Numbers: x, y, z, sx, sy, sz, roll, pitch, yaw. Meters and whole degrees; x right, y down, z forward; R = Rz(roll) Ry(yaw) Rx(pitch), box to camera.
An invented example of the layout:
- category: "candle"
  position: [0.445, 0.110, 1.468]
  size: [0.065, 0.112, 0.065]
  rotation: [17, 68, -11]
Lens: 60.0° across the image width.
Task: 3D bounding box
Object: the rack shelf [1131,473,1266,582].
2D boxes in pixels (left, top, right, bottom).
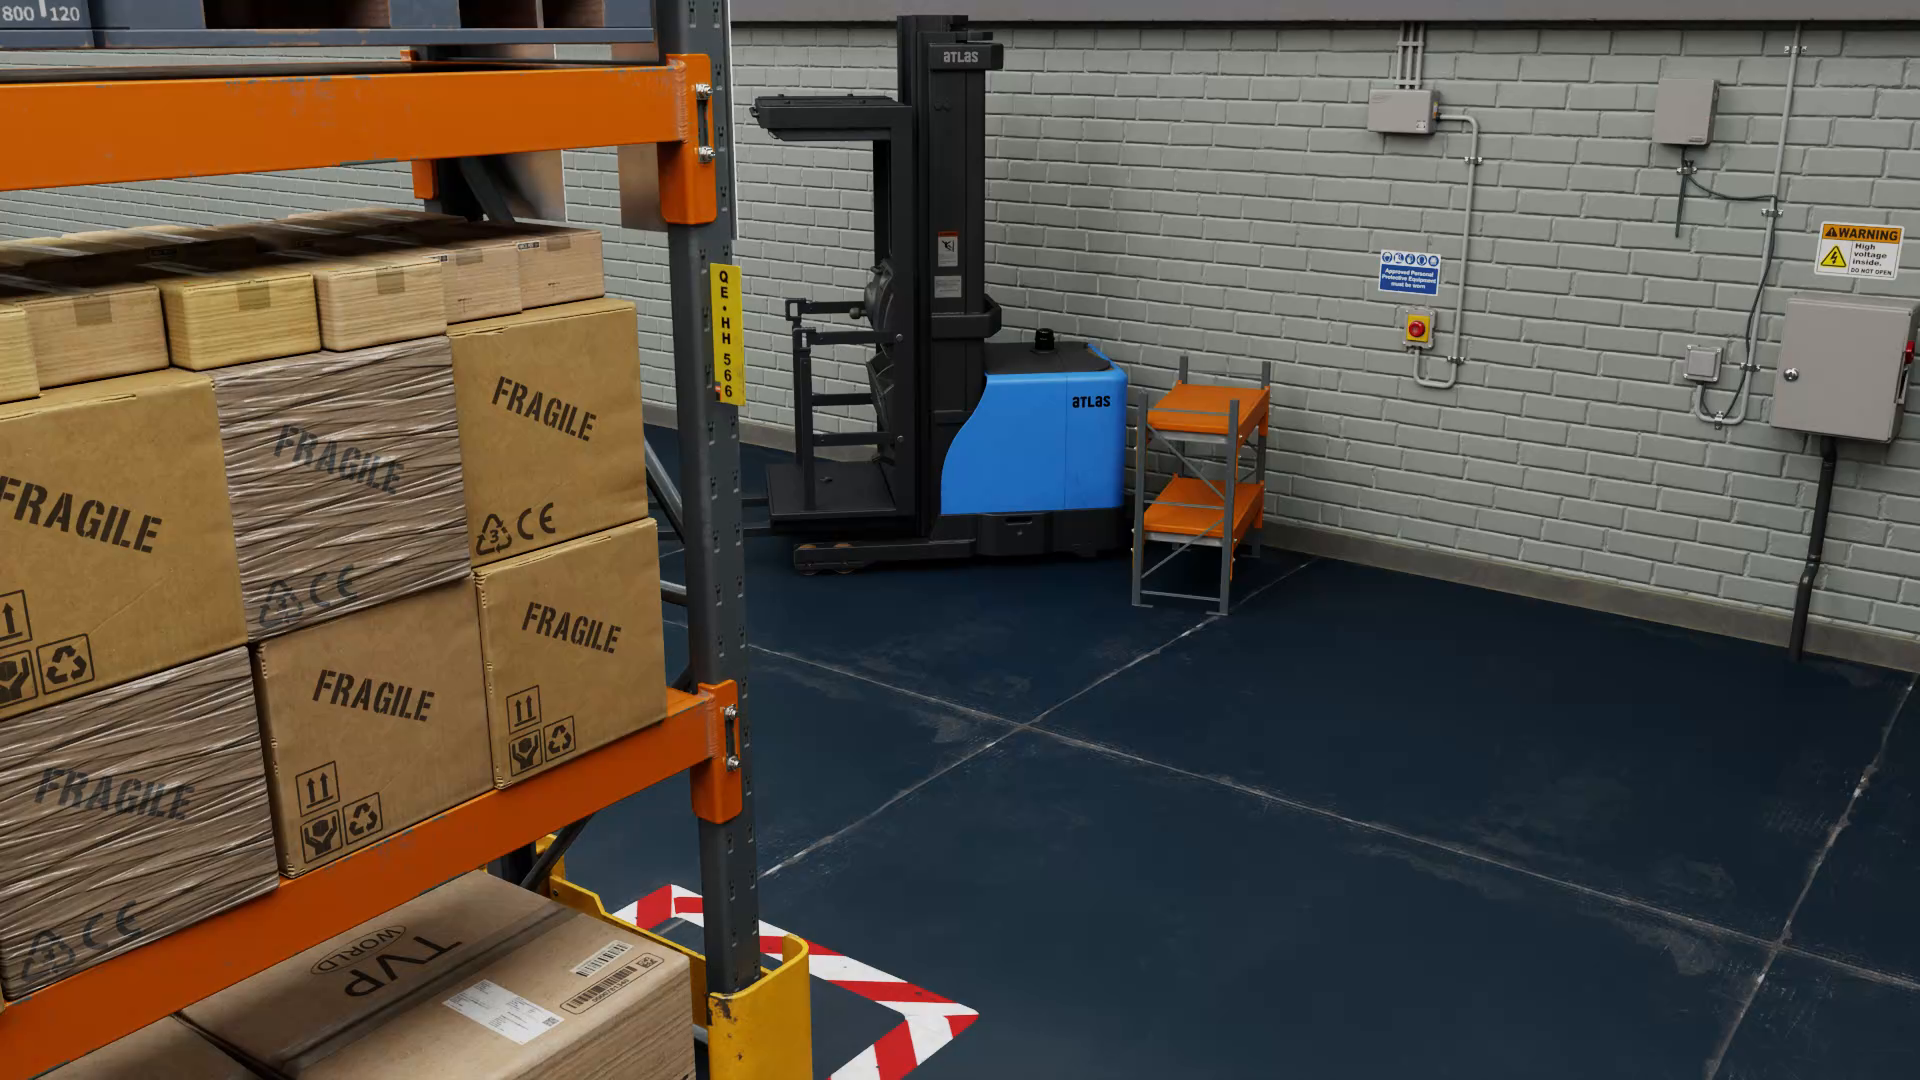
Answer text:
- category: "rack shelf"
  position: [1.297, -0.085, 8.944]
  size: [0.538, 0.278, 1.000]
  rotation: [6, 18, 18]

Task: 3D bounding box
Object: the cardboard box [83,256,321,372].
- category: "cardboard box"
  position: [-1.424, -0.431, 3.125]
  size: [0.380, 0.149, 0.250]
  rotation: [13, 21, 36]

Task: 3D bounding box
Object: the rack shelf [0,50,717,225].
- category: "rack shelf"
  position: [-2.162, -0.523, 2.525]
  size: [1.077, 0.370, 4.000]
  rotation: [12, 21, 35]

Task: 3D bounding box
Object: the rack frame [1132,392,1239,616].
- category: "rack frame"
  position: [1.134, -0.175, 8.412]
  size: [0.500, 1.125, 0.032]
  rotation: [6, 18, 18]

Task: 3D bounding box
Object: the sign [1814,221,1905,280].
- category: "sign"
  position: [4.050, -1.305, 7.496]
  size: [0.339, 0.242, 0.001]
  rotation: [12, 21, 35]

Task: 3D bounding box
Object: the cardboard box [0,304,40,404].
- category: "cardboard box"
  position: [-1.739, -0.311, 2.739]
  size: [0.380, 0.149, 0.250]
  rotation: [13, 22, 36]

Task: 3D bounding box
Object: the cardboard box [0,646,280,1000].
- category: "cardboard box"
  position: [-1.654, 0.445, 3.085]
  size: [0.500, 0.500, 0.500]
  rotation: [13, 22, 36]

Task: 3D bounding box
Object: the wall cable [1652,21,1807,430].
- category: "wall cable"
  position: [3.517, -1.495, 7.786]
  size: [0.588, 1.984, 0.122]
  rotation: [12, 21, 35]

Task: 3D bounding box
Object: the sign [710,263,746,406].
- category: "sign"
  position: [-0.542, -0.477, 3.871]
  size: [0.100, 0.325, 0.005]
  rotation: [12, 21, 35]

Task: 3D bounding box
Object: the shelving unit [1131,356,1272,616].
- category: "shelving unit"
  position: [1.297, -0.318, 8.872]
  size: [0.538, 1.125, 1.048]
  rotation: [6, 18, 18]

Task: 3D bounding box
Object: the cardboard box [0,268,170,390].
- category: "cardboard box"
  position: [-1.637, -0.381, 2.964]
  size: [0.380, 0.149, 0.250]
  rotation: [12, 21, 34]

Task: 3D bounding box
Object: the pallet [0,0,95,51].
- category: "pallet"
  position: [-2.130, -0.830, 2.451]
  size: [1.003, 0.211, 1.213]
  rotation: [12, 21, 35]

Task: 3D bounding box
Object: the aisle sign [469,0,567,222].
- category: "aisle sign"
  position: [-1.160, -1.220, 4.232]
  size: [0.394, 0.787, 0.004]
  rotation: [12, 21, 35]

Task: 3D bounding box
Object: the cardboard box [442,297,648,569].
- category: "cardboard box"
  position: [-1.066, -0.279, 3.729]
  size: [0.500, 0.500, 0.500]
  rotation: [13, 22, 36]

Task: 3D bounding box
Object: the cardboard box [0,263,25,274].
- category: "cardboard box"
  position: [-2.006, -0.455, 3.204]
  size: [0.380, 0.149, 0.250]
  rotation: [13, 21, 35]

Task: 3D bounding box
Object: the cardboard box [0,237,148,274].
- category: "cardboard box"
  position: [-1.892, -0.527, 3.435]
  size: [0.380, 0.149, 0.250]
  rotation: [12, 21, 33]

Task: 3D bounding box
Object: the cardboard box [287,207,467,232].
- category: "cardboard box"
  position: [-1.404, -0.710, 4.023]
  size: [0.380, 0.149, 0.250]
  rotation: [13, 21, 36]

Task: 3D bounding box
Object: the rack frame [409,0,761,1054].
- category: "rack frame"
  position: [-0.970, 0.090, 4.397]
  size: [1.000, 3.000, 0.127]
  rotation: [12, 21, 35]

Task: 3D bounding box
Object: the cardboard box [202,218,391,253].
- category: "cardboard box"
  position: [-1.503, -0.635, 3.782]
  size: [0.380, 0.149, 0.250]
  rotation: [13, 22, 36]

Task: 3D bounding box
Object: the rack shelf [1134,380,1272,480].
- category: "rack shelf"
  position: [1.297, -0.598, 8.785]
  size: [0.538, 0.278, 1.000]
  rotation: [6, 18, 18]

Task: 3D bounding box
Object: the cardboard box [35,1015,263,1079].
- category: "cardboard box"
  position: [-1.821, 1.507, 3.445]
  size: [0.875, 0.438, 0.875]
  rotation: [13, 22, 36]

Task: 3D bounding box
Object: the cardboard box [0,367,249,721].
- category: "cardboard box"
  position: [-1.651, -0.032, 2.934]
  size: [0.500, 0.500, 0.500]
  rotation: [12, 21, 34]

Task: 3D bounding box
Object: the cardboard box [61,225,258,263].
- category: "cardboard box"
  position: [-1.750, -0.593, 3.647]
  size: [0.380, 0.149, 0.250]
  rotation: [13, 22, 36]

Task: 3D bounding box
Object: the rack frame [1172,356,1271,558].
- category: "rack frame"
  position: [1.461, -0.461, 9.332]
  size: [0.500, 1.125, 0.032]
  rotation: [6, 18, 18]

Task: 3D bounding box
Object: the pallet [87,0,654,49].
- category: "pallet"
  position: [-1.404, -1.122, 3.390]
  size: [1.003, 0.211, 1.213]
  rotation: [12, 21, 35]

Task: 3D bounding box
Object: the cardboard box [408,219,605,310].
- category: "cardboard box"
  position: [-1.023, -0.624, 3.749]
  size: [0.380, 0.149, 0.250]
  rotation: [13, 21, 35]

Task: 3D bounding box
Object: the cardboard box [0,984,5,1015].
- category: "cardboard box"
  position: [-1.952, 0.570, 2.682]
  size: [0.500, 0.500, 0.500]
  rotation: [13, 22, 36]

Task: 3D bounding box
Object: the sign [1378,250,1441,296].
- category: "sign"
  position: [2.369, -1.410, 8.770]
  size: [0.327, 0.218, 0.001]
  rotation: [12, 21, 35]

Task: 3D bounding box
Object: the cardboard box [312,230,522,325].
- category: "cardboard box"
  position: [-1.155, -0.560, 3.540]
  size: [0.380, 0.149, 0.250]
  rotation: [13, 21, 36]

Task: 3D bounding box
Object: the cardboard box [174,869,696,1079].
- category: "cardboard box"
  position: [-1.283, 1.288, 4.152]
  size: [0.875, 0.438, 0.875]
  rotation: [12, 21, 33]

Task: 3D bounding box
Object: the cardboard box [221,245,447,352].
- category: "cardboard box"
  position: [-1.241, -0.483, 3.294]
  size: [0.380, 0.149, 0.250]
  rotation: [12, 21, 34]

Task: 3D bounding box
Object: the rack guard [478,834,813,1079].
- category: "rack guard"
  position: [-0.956, 1.278, 4.786]
  size: [1.175, 0.500, 0.348]
  rotation: [12, 21, 35]

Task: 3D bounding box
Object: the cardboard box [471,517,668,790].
- category: "cardboard box"
  position: [-1.045, 0.204, 3.862]
  size: [0.500, 0.500, 0.500]
  rotation: [13, 21, 35]

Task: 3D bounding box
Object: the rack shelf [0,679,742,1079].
- category: "rack shelf"
  position: [-2.162, 0.910, 2.970]
  size: [1.077, 0.370, 4.000]
  rotation: [12, 21, 35]

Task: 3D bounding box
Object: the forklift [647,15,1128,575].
- category: "forklift"
  position: [-0.624, -1.374, 9.225]
  size: [3.031, 2.935, 1.130]
  rotation: [-2, 17, -8]

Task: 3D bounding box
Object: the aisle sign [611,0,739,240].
- category: "aisle sign"
  position: [-0.678, -1.114, 3.890]
  size: [0.394, 0.787, 0.004]
  rotation: [12, 21, 35]

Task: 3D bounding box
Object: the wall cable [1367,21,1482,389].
- category: "wall cable"
  position: [2.371, -1.758, 8.580]
  size: [0.585, 1.953, 0.123]
  rotation: [12, 21, 35]

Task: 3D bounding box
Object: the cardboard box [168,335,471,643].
- category: "cardboard box"
  position: [-1.354, -0.149, 3.311]
  size: [0.500, 0.500, 0.500]
  rotation: [13, 21, 35]

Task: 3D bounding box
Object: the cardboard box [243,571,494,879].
- category: "cardboard box"
  position: [-1.356, 0.320, 3.485]
  size: [0.500, 0.500, 0.500]
  rotation: [12, 21, 34]

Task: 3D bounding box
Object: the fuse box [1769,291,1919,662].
- category: "fuse box"
  position: [3.971, -0.236, 7.619]
  size: [0.539, 1.711, 0.414]
  rotation: [12, 21, 35]
